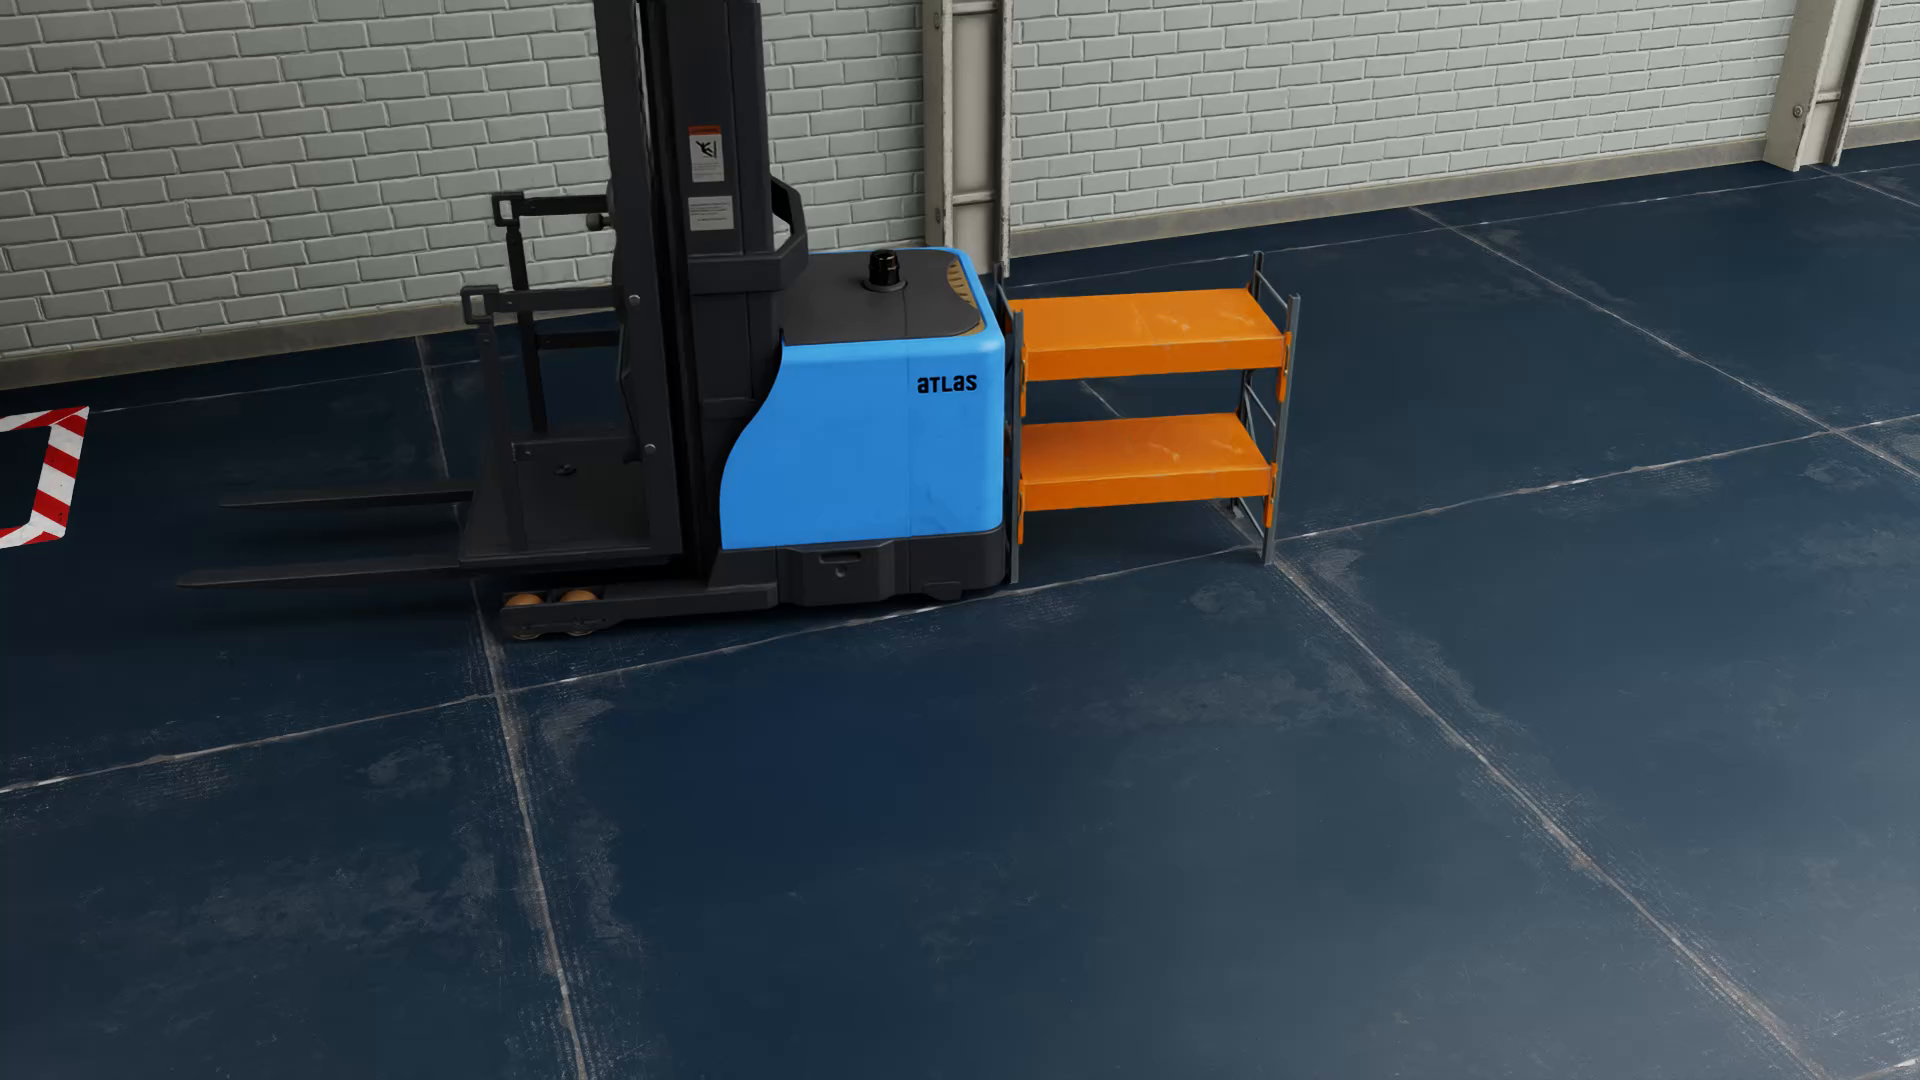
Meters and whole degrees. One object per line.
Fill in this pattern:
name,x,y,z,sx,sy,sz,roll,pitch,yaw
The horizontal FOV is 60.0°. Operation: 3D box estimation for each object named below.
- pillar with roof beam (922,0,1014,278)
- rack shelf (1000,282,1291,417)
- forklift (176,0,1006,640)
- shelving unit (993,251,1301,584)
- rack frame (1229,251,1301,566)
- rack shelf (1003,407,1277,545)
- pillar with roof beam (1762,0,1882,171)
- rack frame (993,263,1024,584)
pillar with roof beam,1.541,-3.430,3.681,0.400,9.000,9.100,-10,31,-18
rack shelf,0.681,-0.729,6.302,1.000,0.278,0.538,-4,30,-7
forklift,-1.386,-1.187,5.872,3.031,2.935,1.130,-4,30,-7
shelving unit,0.681,-0.475,6.447,1.048,1.125,0.538,-4,30,-7
rack frame,1.184,-0.509,6.508,0.032,1.125,0.500,-4,30,-7
rack shelf,0.681,-0.262,6.568,1.000,0.278,0.538,-4,30,-7
pillar with roof beam,7.165,-4.466,5.499,0.400,9.000,9.100,-10,31,-18
rack frame,0.177,-0.440,6.386,0.032,1.125,0.500,-4,30,-7
